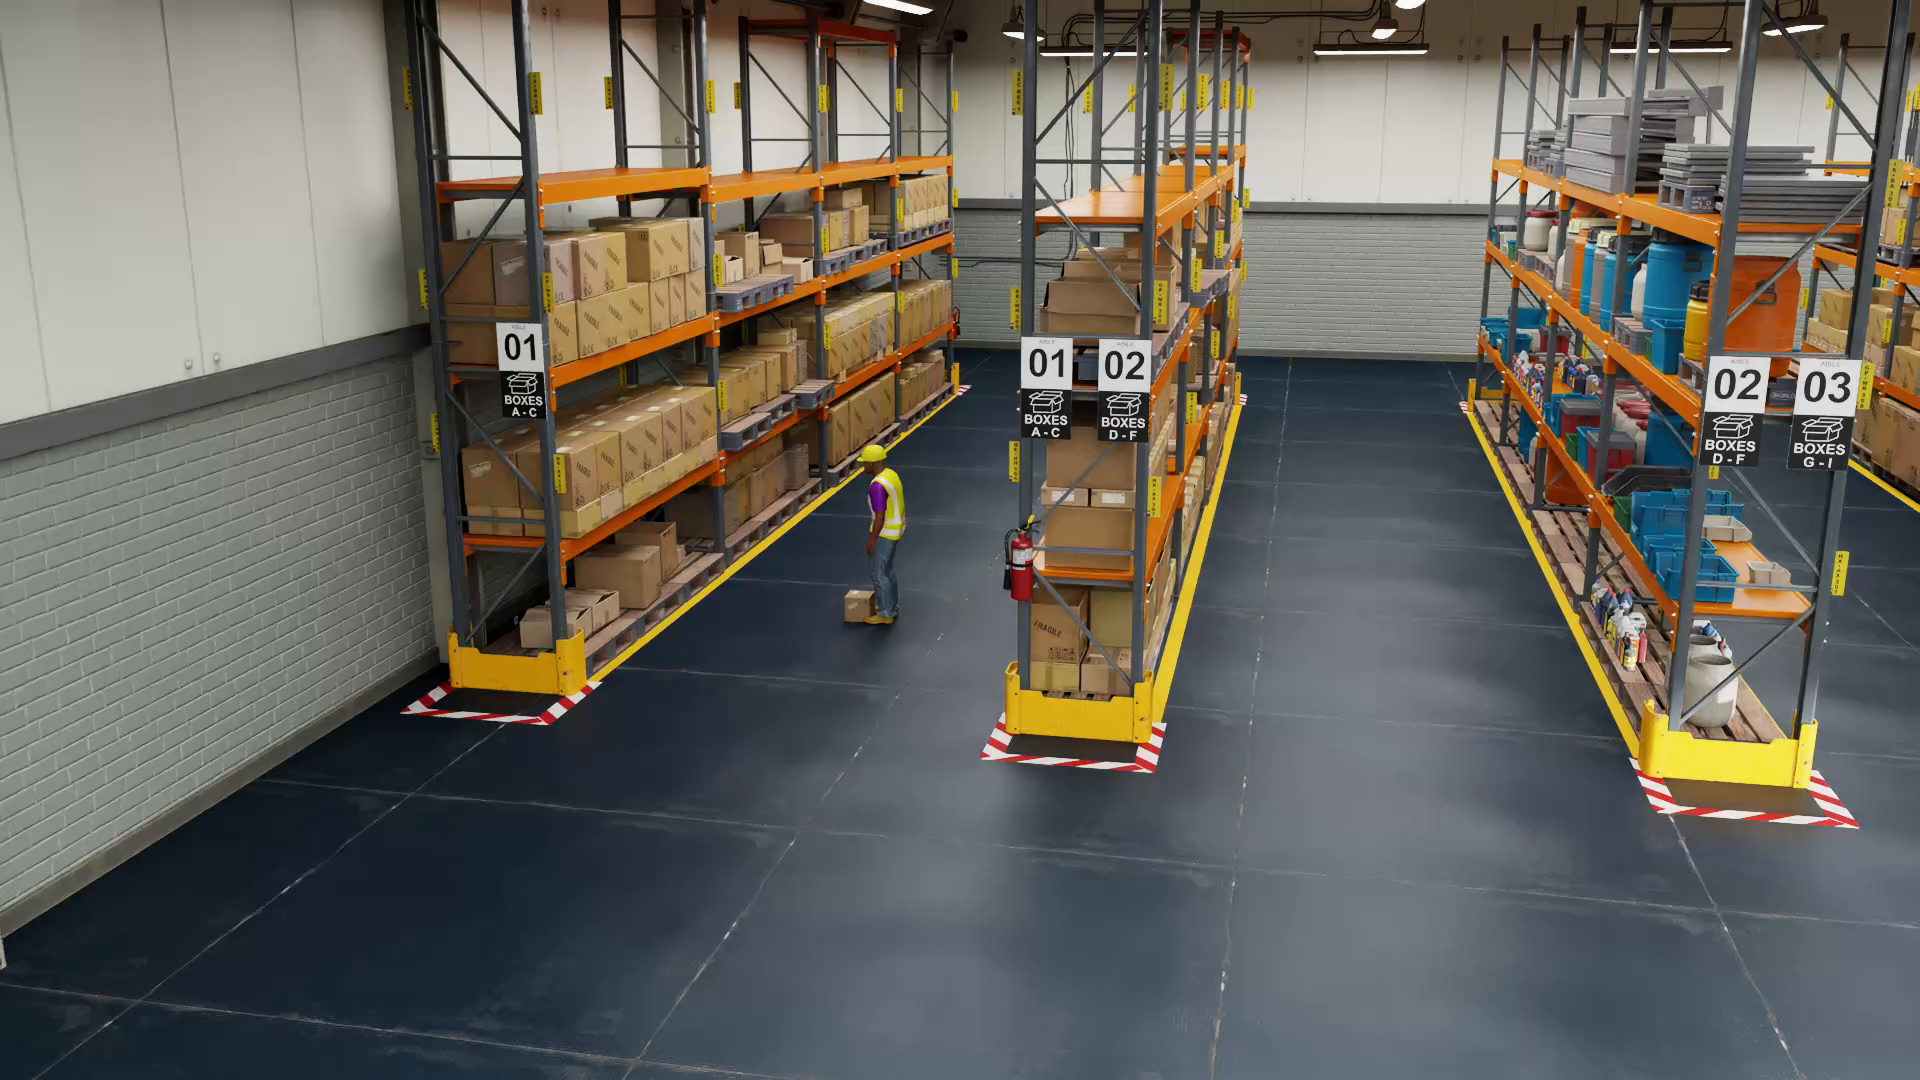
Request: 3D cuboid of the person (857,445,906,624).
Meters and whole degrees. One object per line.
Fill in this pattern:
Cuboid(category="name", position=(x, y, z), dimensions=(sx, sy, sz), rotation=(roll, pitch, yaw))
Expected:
Cuboid(category="person", position=(-0.766, -0.066, 16.228), dimensions=(0.456, 1.761, 0.628), rotation=(3, 15, 12))
